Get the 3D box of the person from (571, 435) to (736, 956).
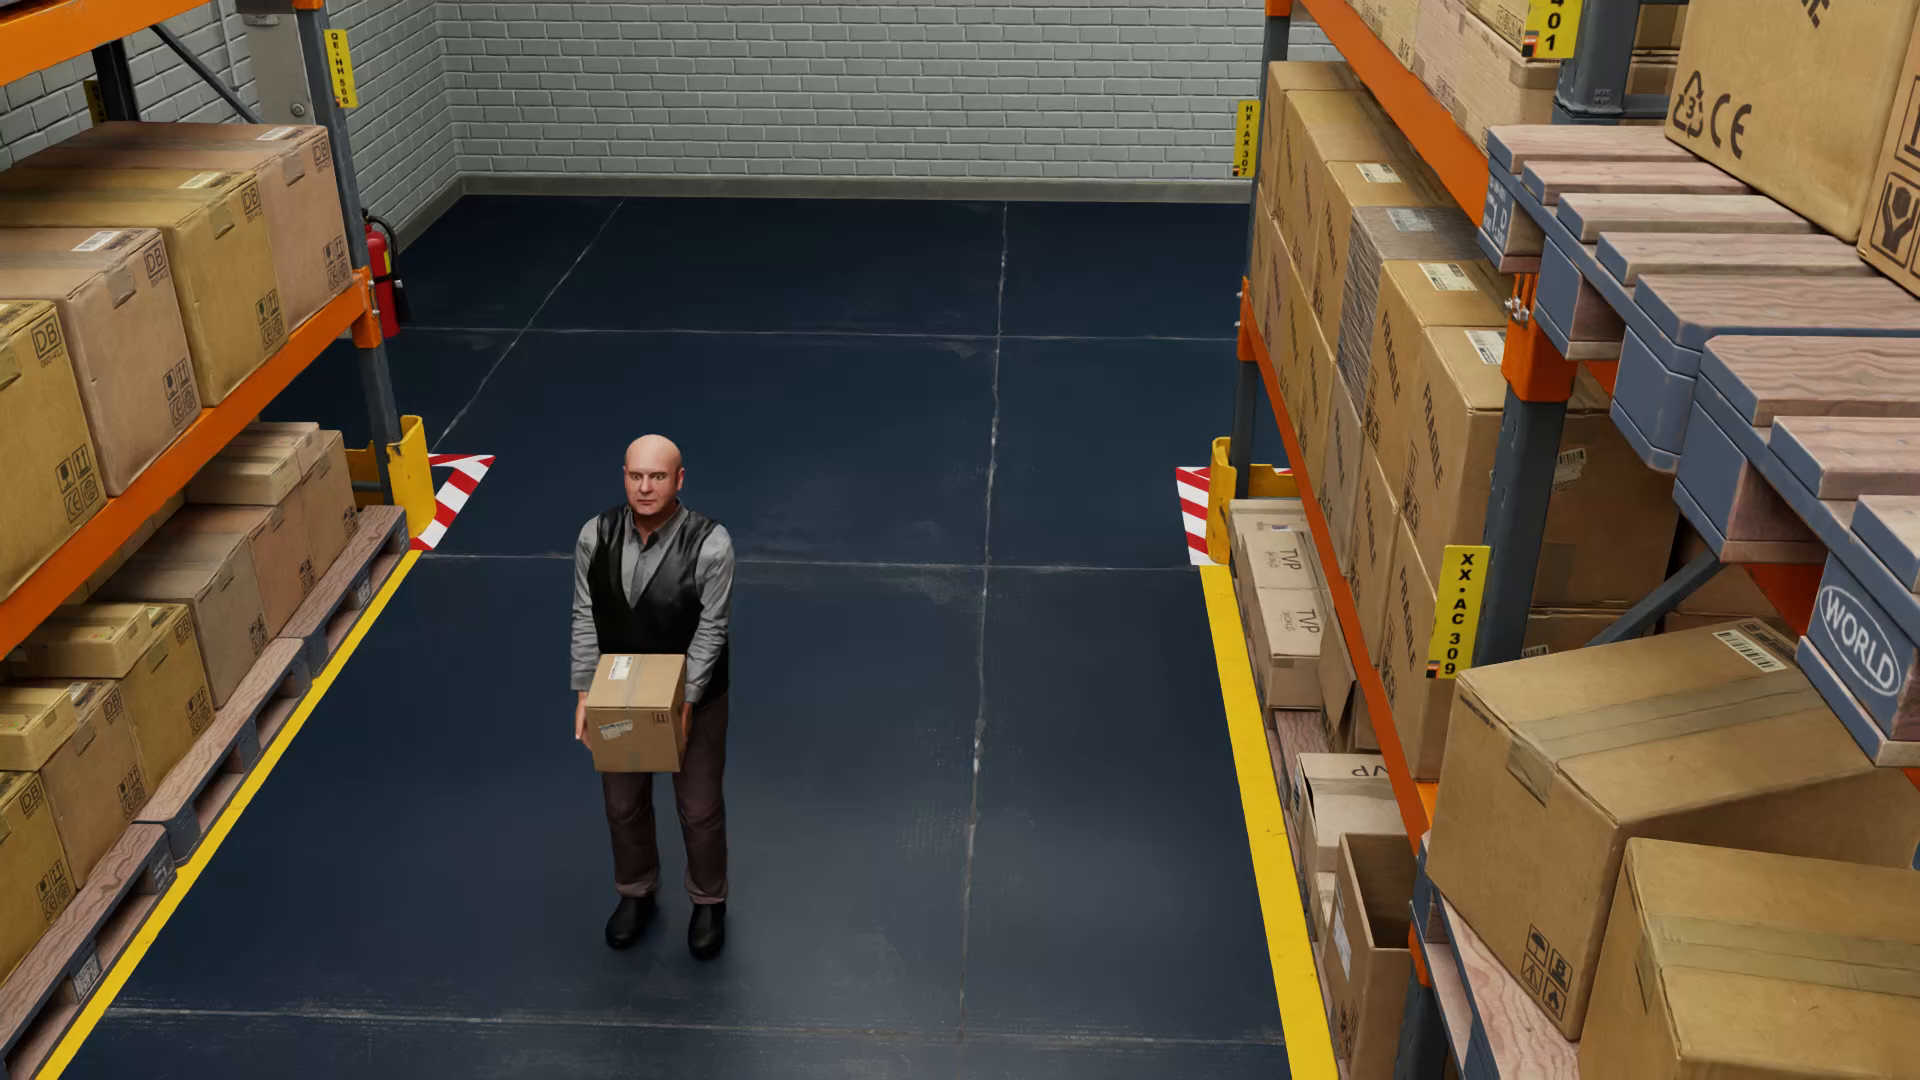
[{"bbox_3d":[-0.940,0.531,5.138,0.500,1.722,0.536,5,28,9],"label":"person"}]
